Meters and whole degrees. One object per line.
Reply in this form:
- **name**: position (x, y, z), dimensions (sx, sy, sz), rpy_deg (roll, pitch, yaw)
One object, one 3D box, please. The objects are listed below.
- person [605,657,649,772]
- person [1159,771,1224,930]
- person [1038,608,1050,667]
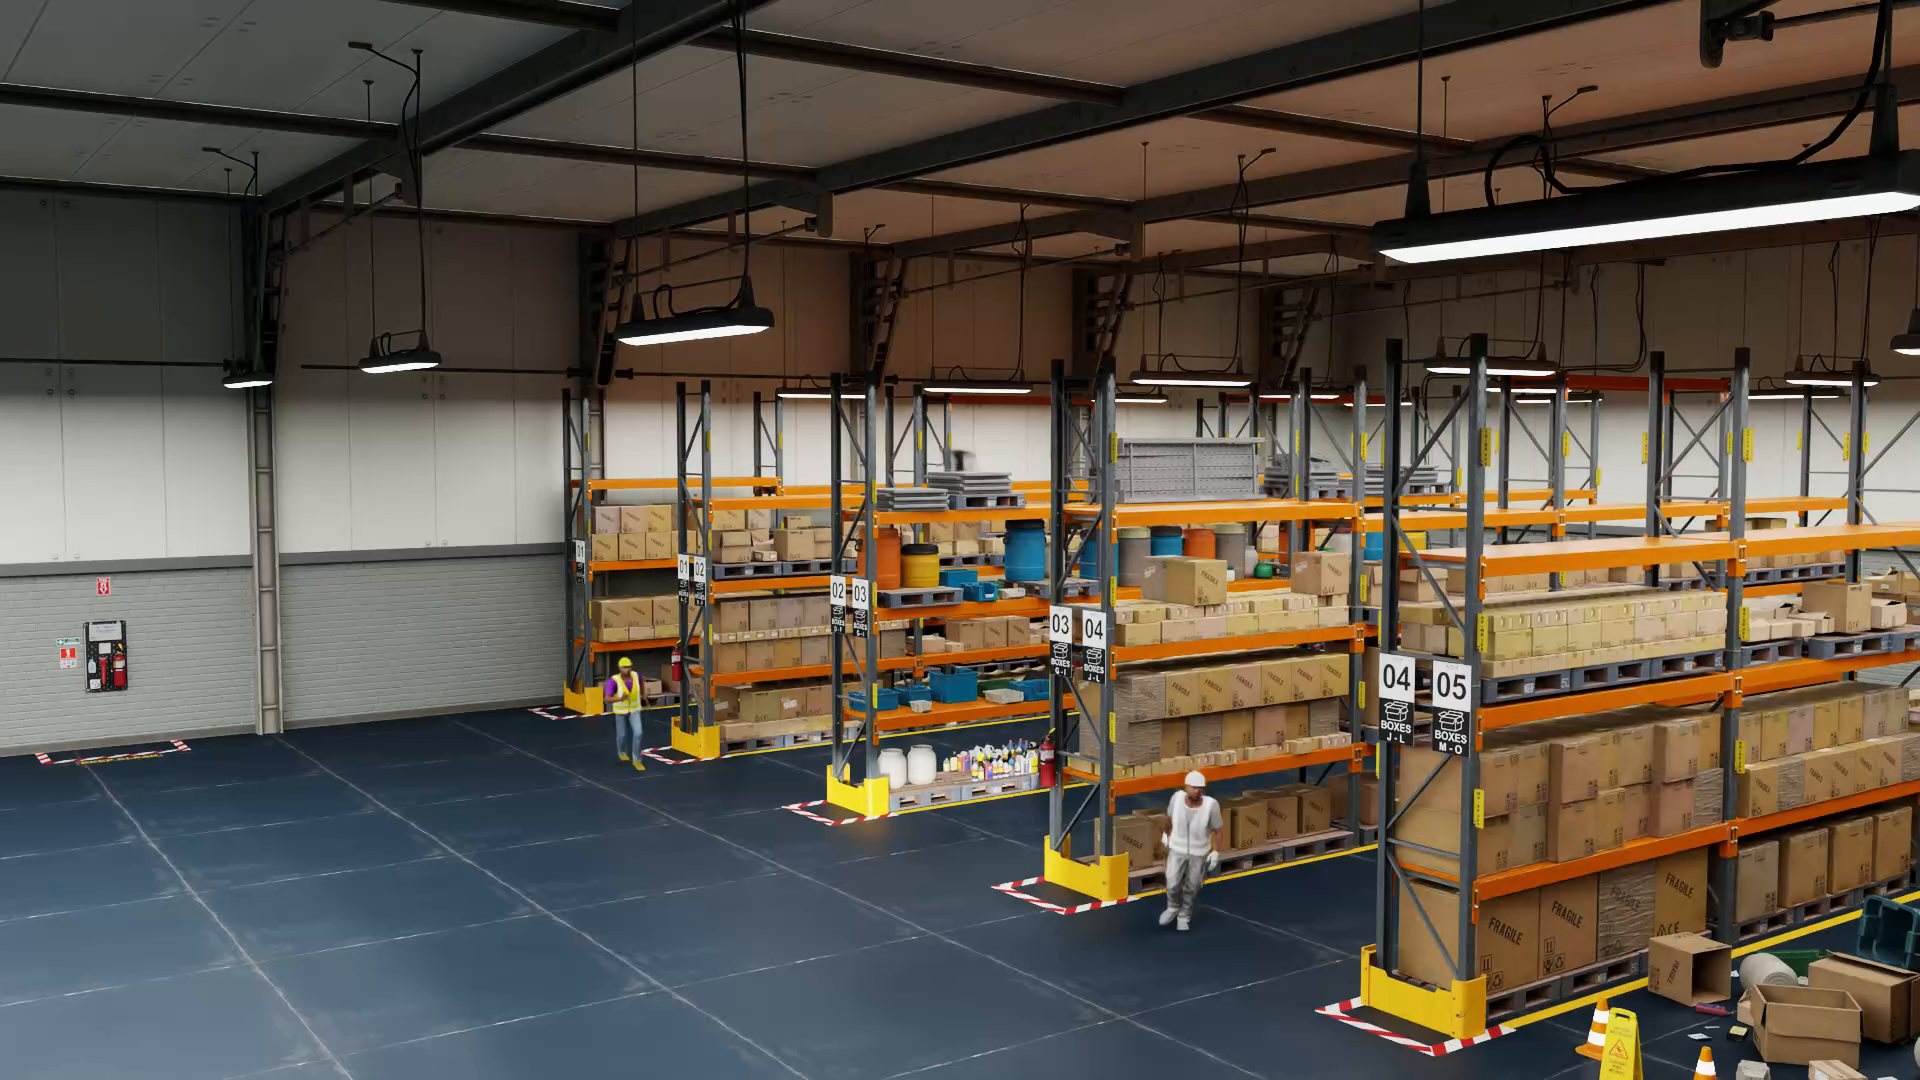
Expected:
- **person**: position (-5.128, 2.651, 25.576), dimensions (0.706, 1.747, 0.930), rpy_deg (-1, 4, -21)
- **person**: position (2.378, 3.196, 17.089), dimensions (0.655, 1.721, 0.707), rpy_deg (1, 4, 10)
- **person**: position (1.923, 2.107, 34.656), dimensions (0.559, 1.688, 0.688), rpy_deg (4, 5, 45)
